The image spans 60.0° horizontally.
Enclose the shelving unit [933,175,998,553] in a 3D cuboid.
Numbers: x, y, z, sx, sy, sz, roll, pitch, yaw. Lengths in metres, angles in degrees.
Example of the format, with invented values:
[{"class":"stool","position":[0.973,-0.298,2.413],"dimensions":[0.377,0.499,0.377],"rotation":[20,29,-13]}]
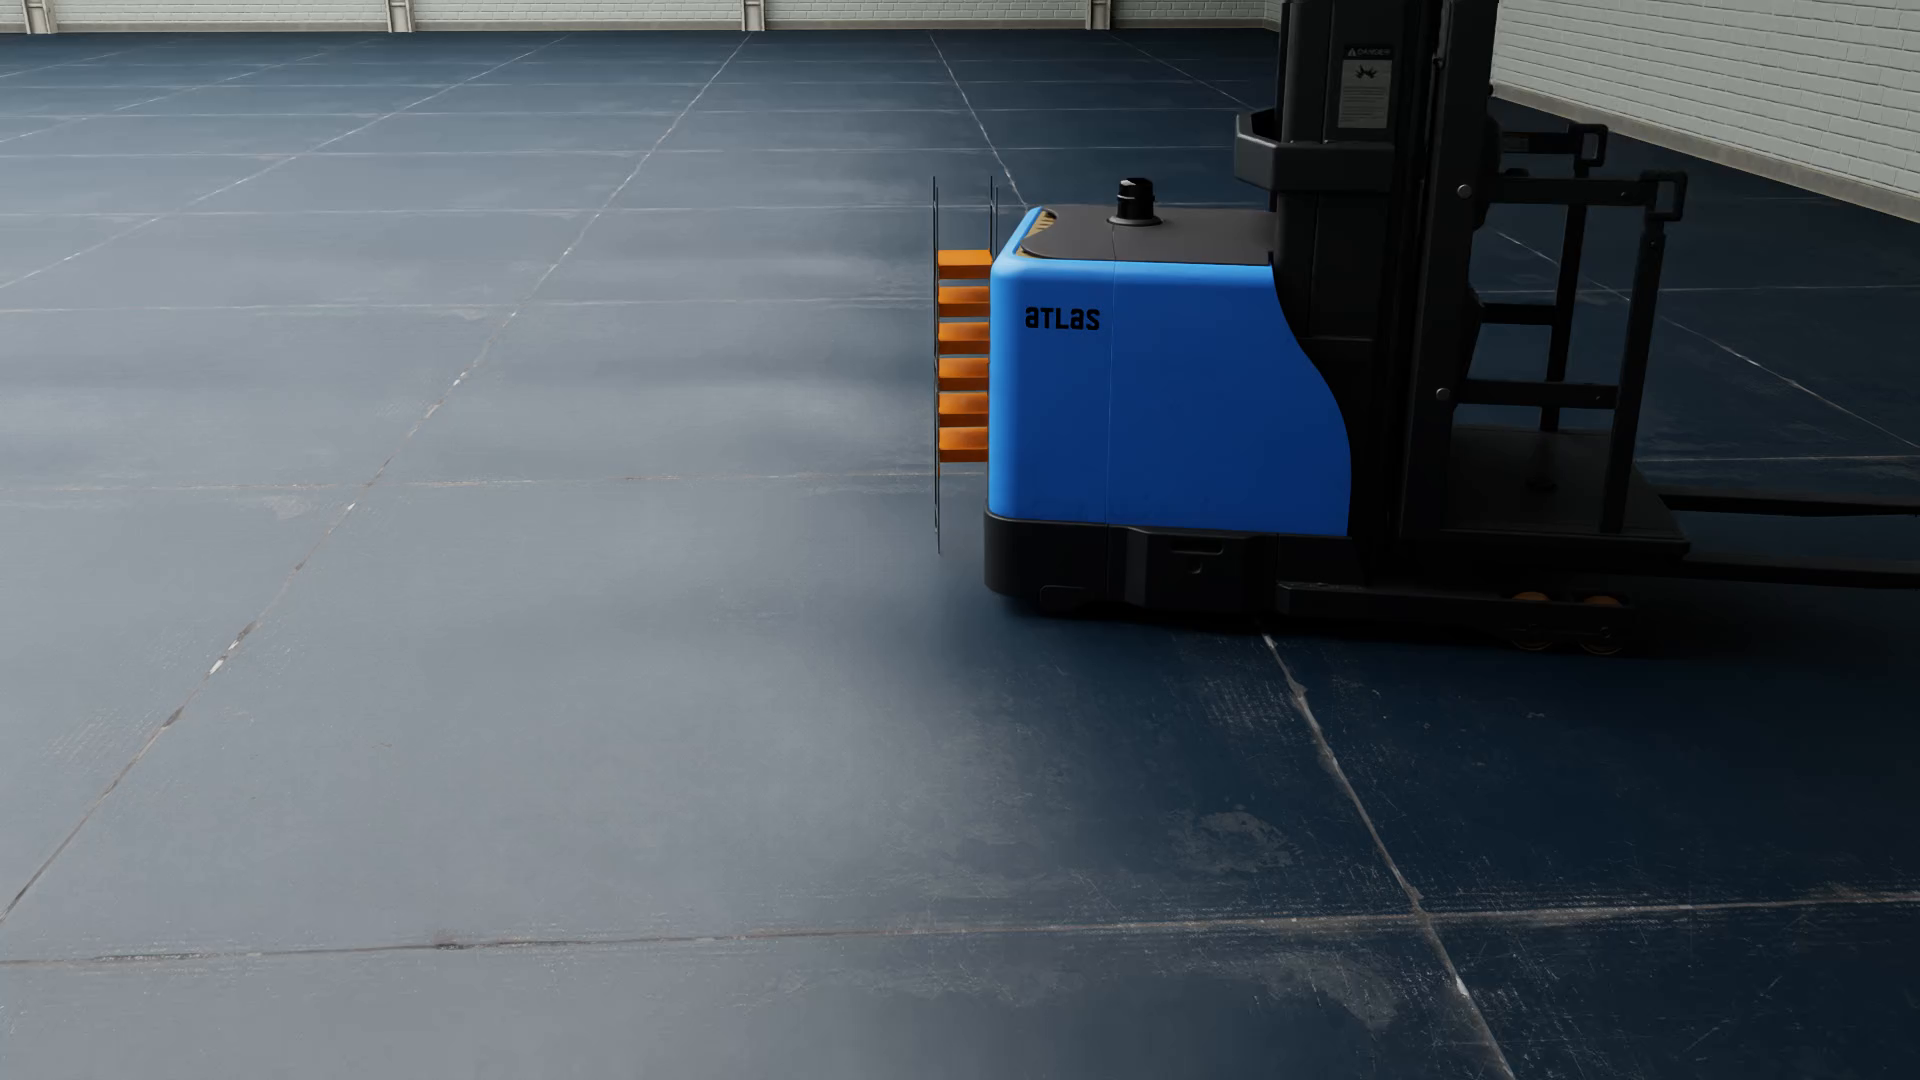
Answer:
[{"class":"shelving unit","position":[0.014,-0.561,5.408],"dimensions":[0.189,1.200,0.258],"rotation":[-1,21,-3]}]

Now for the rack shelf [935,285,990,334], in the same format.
[{"class":"rack shelf","position":[0.014,-0.744,5.339],"dimensions":[0.180,0.103,0.258],"rotation":[-1,21,-3]}]

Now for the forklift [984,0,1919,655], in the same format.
[{"class":"forklift","position":[1.636,-1.244,4.768],"dimensions":[3.031,2.935,1.130],"rotation":[3,21,8]}]

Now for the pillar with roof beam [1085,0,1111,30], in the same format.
[{"class":"pillar with roof beam","position":[2.659,-11.644,23.557],"dimensions":[0.400,9.000,9.100],"rotation":[-1,21,-3]}]

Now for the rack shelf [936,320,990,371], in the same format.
[{"class":"rack shelf","position":[0.014,-0.632,5.381],"dimensions":[0.180,0.103,0.258],"rotation":[-1,21,-3]}]

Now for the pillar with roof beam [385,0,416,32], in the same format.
[{"class":"pillar with roof beam","position":[-9.321,-11.400,22.917],"dimensions":[0.400,9.000,9.100],"rotation":[-1,21,-3]}]

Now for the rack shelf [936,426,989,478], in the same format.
[{"class":"rack shelf","position":[0.014,-0.295,5.509],"dimensions":[0.180,0.103,0.258],"rotation":[-1,21,-3]}]

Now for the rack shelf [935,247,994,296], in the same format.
[{"class":"rack shelf","position":[0.014,-0.856,5.296],"dimensions":[0.180,0.103,0.258],"rotation":[-1,21,-3]}]

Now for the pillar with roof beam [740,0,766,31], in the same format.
[{"class":"pillar with roof beam","position":[-3.331,-11.522,23.237],"dimensions":[0.400,9.000,9.100],"rotation":[-1,21,-3]}]

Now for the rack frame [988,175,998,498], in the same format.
[{"class":"rack frame","position":[0.106,-0.563,5.413],"dimensions":[0.006,1.200,0.240],"rotation":[-1,21,-3]}]

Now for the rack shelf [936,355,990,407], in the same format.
[{"class":"rack shelf","position":[0.014,-0.520,5.424],"dimensions":[0.180,0.103,0.258],"rotation":[-1,21,-3]}]

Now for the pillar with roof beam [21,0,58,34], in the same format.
[{"class":"pillar with roof beam","position":[-15.311,-11.278,22.597],"dimensions":[0.400,9.000,9.100],"rotation":[-1,21,-3]}]

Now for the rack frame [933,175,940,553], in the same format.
[{"class":"rack frame","position":[-0.077,-0.559,5.403],"dimensions":[0.006,1.200,0.240],"rotation":[-1,21,-3]}]

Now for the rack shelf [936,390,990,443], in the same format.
[{"class":"rack shelf","position":[0.014,-0.407,5.467],"dimensions":[0.180,0.103,0.258],"rotation":[-1,21,-3]}]
